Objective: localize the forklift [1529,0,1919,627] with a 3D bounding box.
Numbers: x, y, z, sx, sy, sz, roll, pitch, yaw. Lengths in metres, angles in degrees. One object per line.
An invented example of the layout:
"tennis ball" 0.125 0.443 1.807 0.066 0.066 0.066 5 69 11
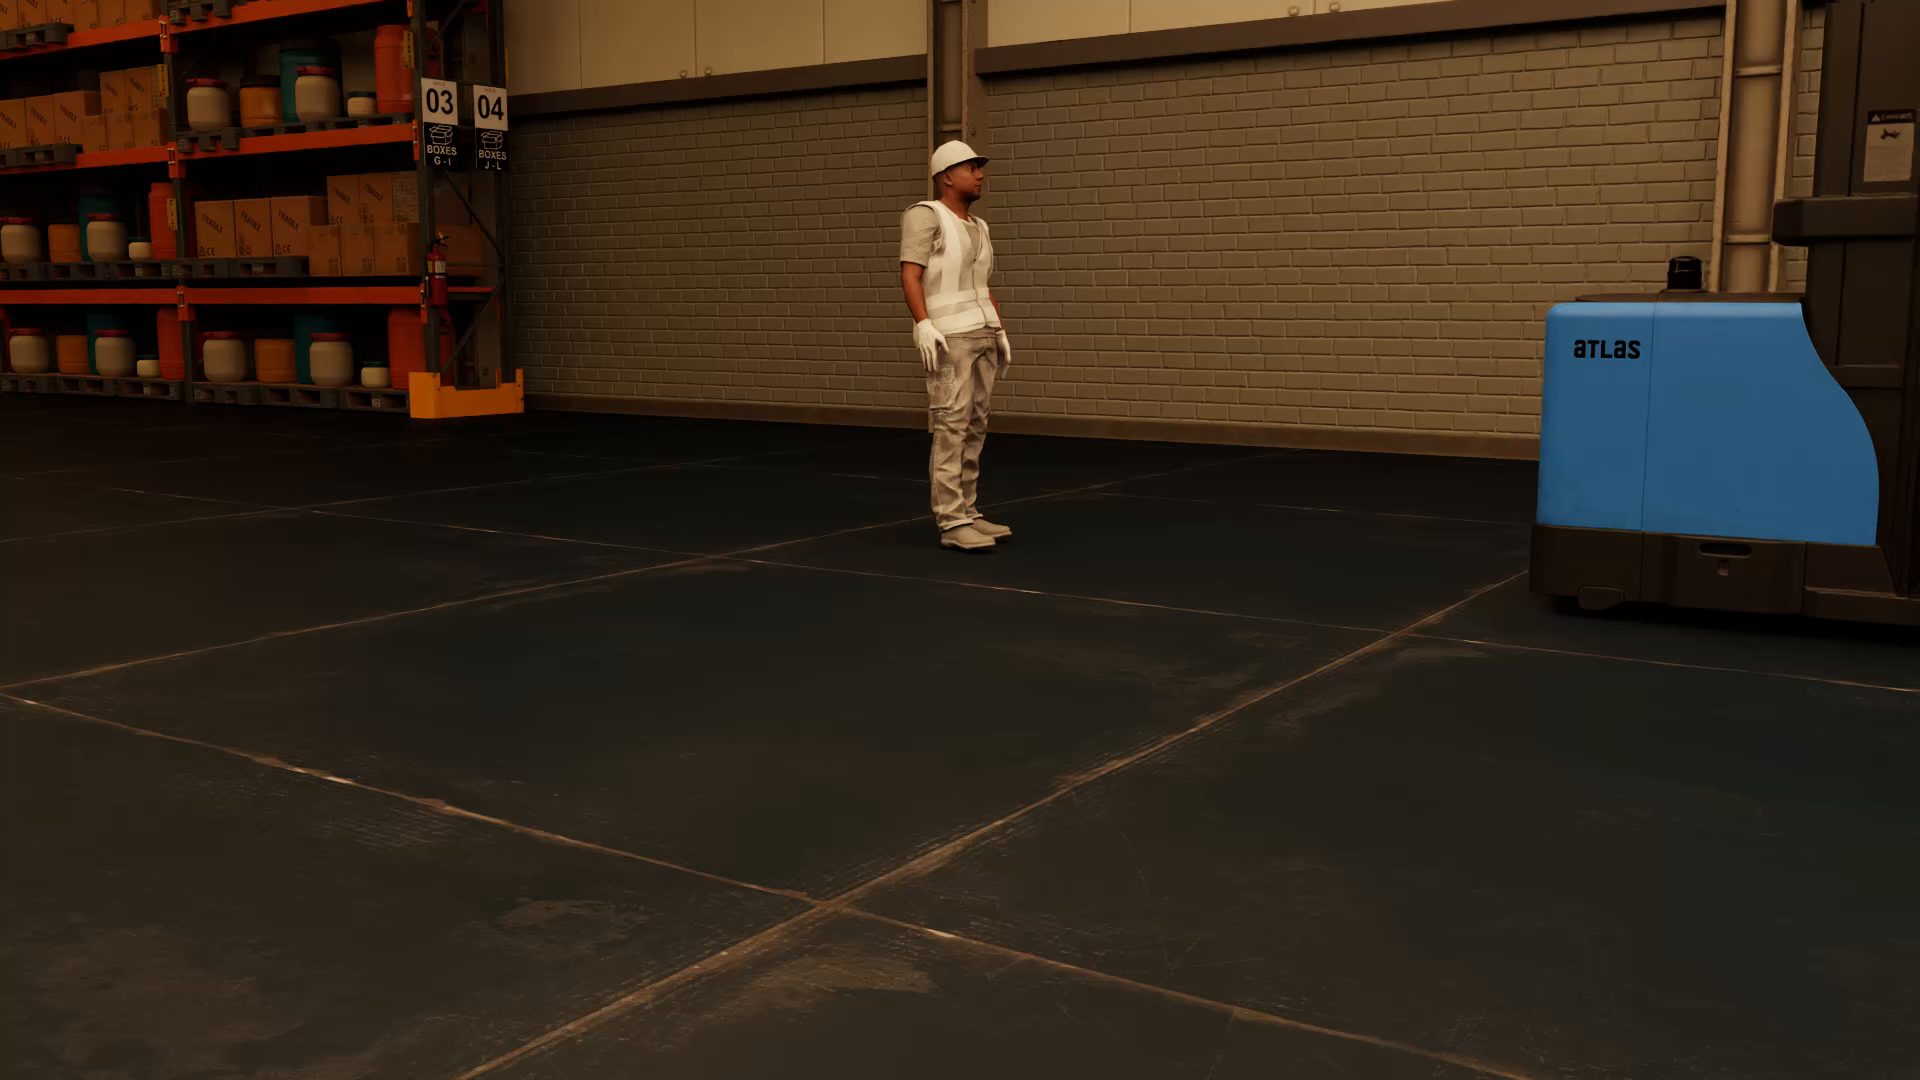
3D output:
"forklift" 3.538 -1.154 5.306 3.031 2.935 1.130 5 9 29

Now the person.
"person" 0.054 -0.883 7.430 0.577 1.782 0.656 5 10 34
